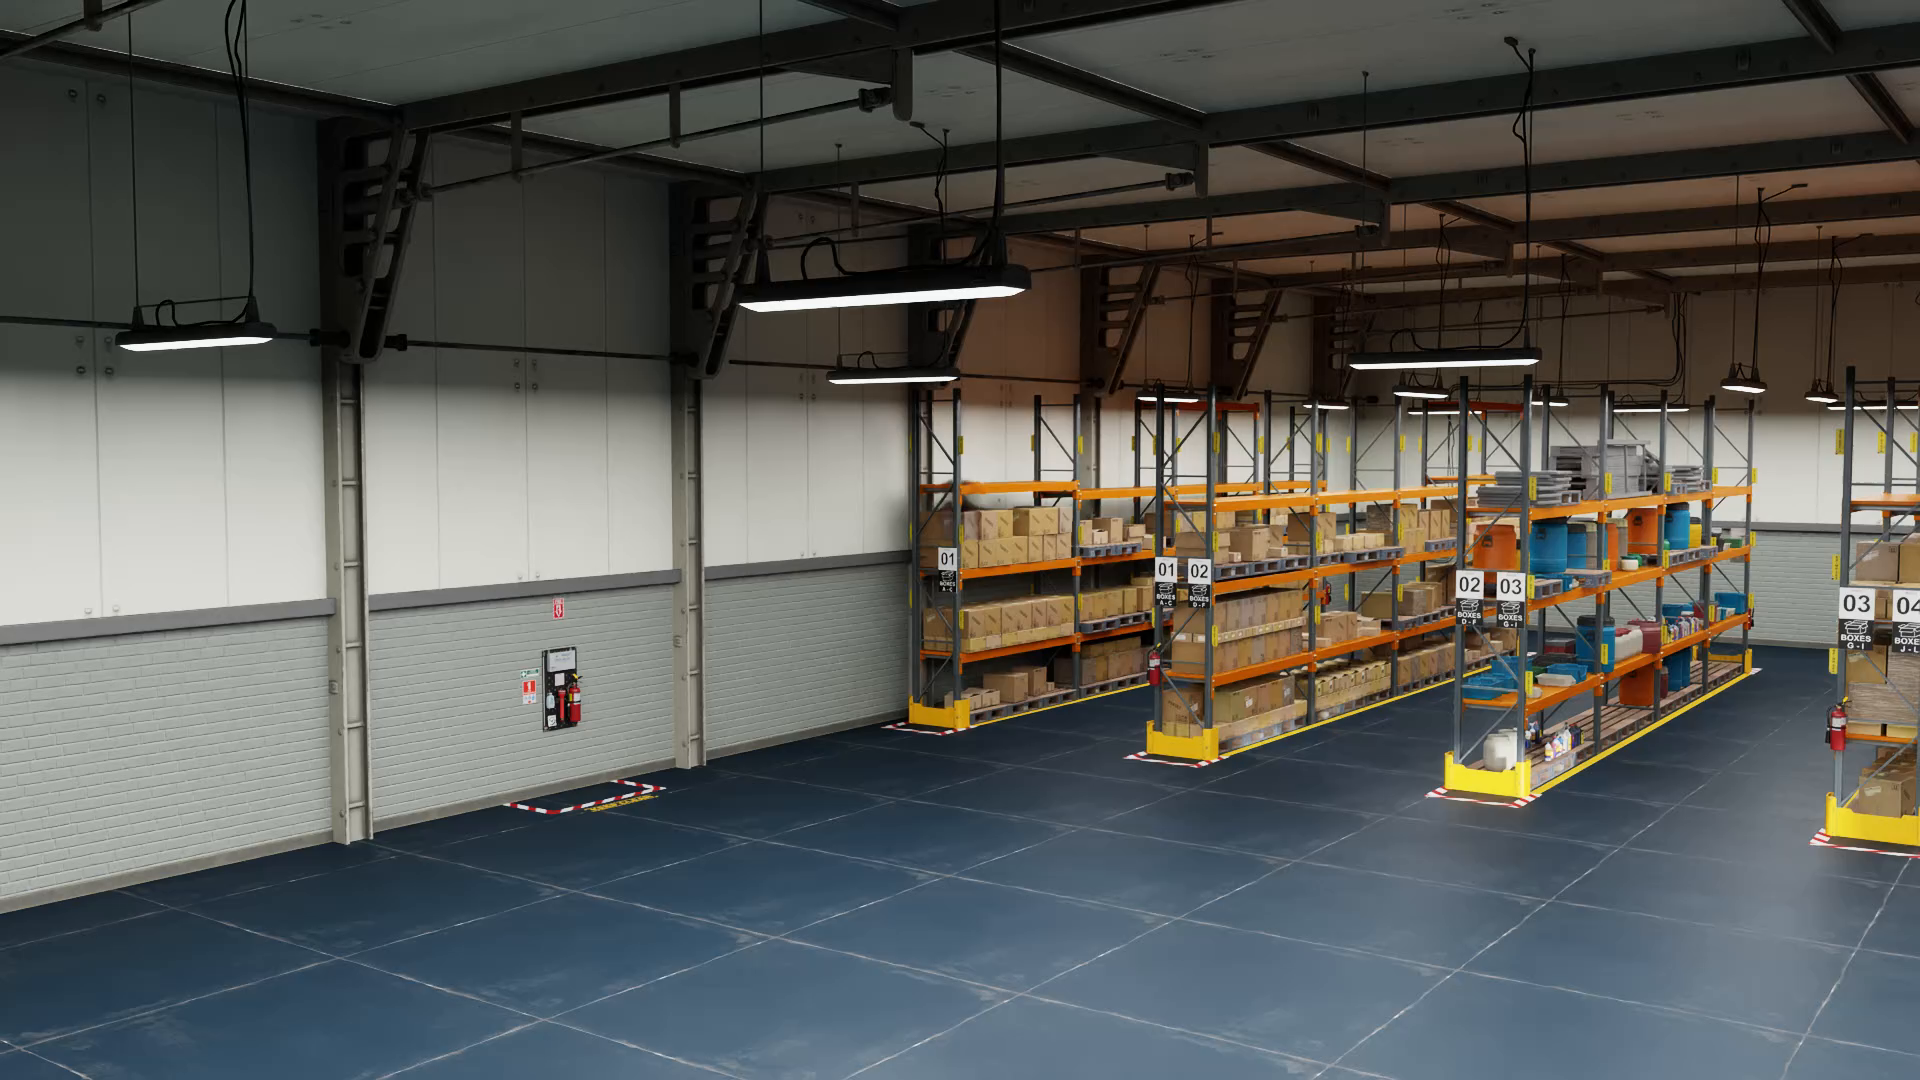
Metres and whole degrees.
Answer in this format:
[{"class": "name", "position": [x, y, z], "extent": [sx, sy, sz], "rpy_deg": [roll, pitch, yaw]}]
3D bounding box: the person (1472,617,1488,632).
[{"class": "person", "position": [12.996, 1.846, 41.609], "extent": [0.455, 1.620, 0.329], "rpy_deg": [1, 3, 18]}]
